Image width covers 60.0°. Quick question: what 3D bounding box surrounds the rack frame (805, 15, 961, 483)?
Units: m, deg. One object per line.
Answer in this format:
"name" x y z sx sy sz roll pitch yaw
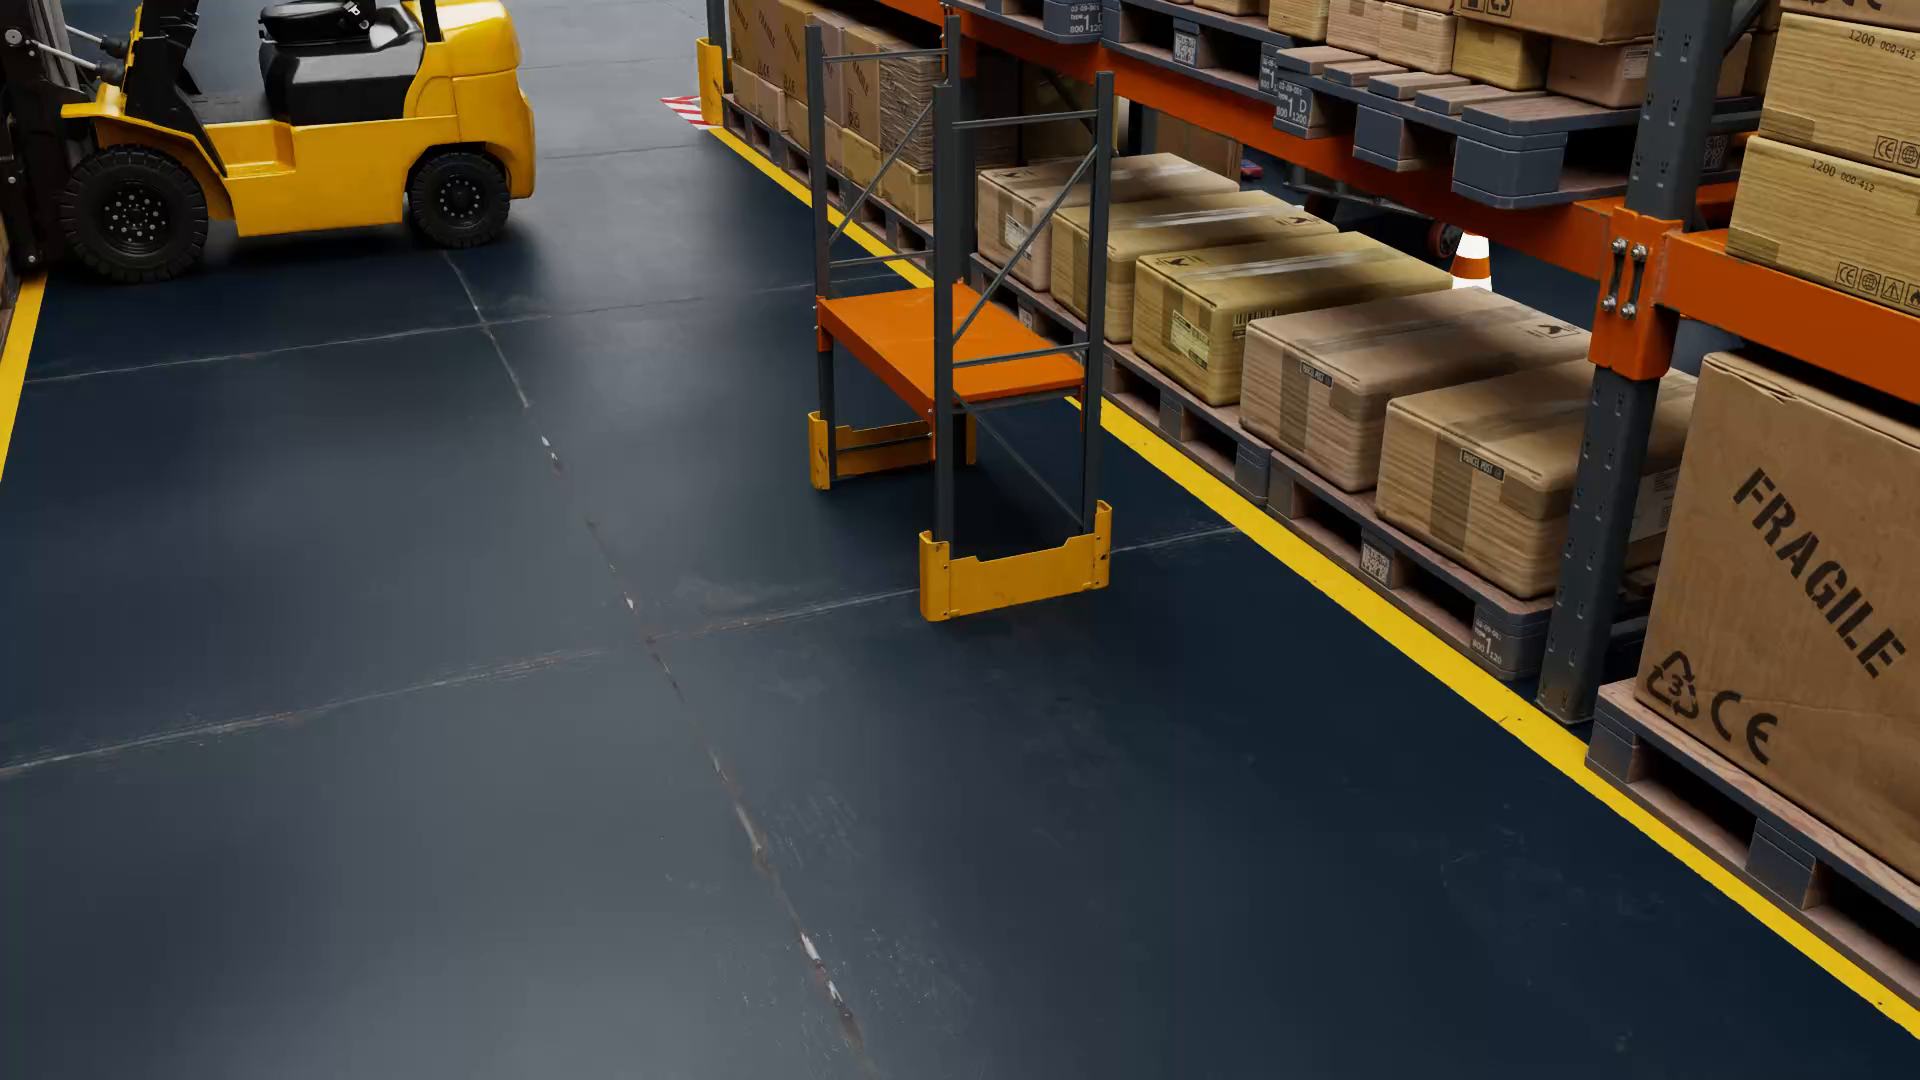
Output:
"rack frame" -0.232 -0.914 5.412 0.500 1.500 0.032 -11 28 -21

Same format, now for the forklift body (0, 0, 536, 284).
"forklift body" -3.288 -2.516 7.953 2.313 2.155 1.214 -11 28 -21

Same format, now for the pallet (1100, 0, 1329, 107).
"pallet" 1.176 -1.681 5.492 1.003 0.211 1.213 -11 28 -21

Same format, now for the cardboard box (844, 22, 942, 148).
"cardboard box" -0.257 -2.277 8.296 0.500 0.500 0.500 -10 28 -20

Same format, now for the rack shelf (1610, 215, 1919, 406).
"rack shelf" 2.772 0.156 2.332 1.077 0.370 4.000 -11 28 -21

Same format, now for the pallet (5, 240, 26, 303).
"pallet" -4.898 -1.304 7.679 1.003 0.211 1.213 -11 28 -21

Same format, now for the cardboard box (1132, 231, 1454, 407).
"cardboard box" 1.189 -0.816 6.019 0.950 0.372 0.625 -10 28 -19

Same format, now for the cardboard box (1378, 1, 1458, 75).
"cardboard box" 1.333 -1.332 4.367 0.380 0.149 0.250 -11 28 -21

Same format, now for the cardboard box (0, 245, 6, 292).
"cardboard box" -4.241 -1.143 6.827 0.500 0.250 0.500 -11 28 -22

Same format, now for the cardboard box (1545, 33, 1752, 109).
"cardboard box" 1.644 -1.142 3.979 0.380 0.149 0.250 -10 28 -19

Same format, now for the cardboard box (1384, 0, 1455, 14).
"cardboard box" 1.343 -1.685 4.350 0.500 0.500 0.500 -11 28 -21

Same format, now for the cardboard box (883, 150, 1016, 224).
"cardboard box" -0.056 -1.735 8.040 0.500 0.250 0.500 -9 28 -18

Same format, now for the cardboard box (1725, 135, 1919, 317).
"cardboard box" 1.949 -0.666 3.367 0.500 0.250 0.500 -11 28 -21

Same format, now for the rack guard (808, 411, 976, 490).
"rack guard" -0.225 -0.344 5.670 0.587 0.250 0.087 -11 28 -21

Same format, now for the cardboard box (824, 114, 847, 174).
"cardboard box" -0.469 -2.154 8.899 0.500 0.250 0.500 -10 28 -20

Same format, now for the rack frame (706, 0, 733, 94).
"rack frame" -1.144 -4.204 10.442 1.000 3.000 0.127 -11 28 -21

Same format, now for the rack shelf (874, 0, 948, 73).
"rack shelf" -0.361 -3.074 8.946 1.077 0.370 4.000 -11 28 -21

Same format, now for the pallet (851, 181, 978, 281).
"pallet" 0.127 -1.601 8.289 1.003 0.211 1.213 -11 28 -21

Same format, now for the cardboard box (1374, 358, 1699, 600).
"cardboard box" 1.777 -0.212 4.782 0.950 0.372 0.625 -13 29 -24

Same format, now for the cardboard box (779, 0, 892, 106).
"cardboard box" -0.675 -2.697 9.157 0.500 0.500 0.500 -10 28 -20

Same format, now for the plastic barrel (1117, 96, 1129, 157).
"plastic barrel" 1.058 -2.473 9.832 0.512 0.421 0.421 8 27 15

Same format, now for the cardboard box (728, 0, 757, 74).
"cardboard box" -1.073 -3.112 10.005 0.500 0.500 0.500 -12 28 -22

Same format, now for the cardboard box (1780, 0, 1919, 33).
"cardboard box" 1.957 -1.228 3.092 0.500 0.500 0.500 -12 28 -22

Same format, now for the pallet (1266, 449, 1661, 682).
"pallet" 1.684 -0.037 5.086 1.003 0.211 1.213 -11 28 -21

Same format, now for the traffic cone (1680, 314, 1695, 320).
"traffic cone" 3.230 -1.244 7.271 0.336 0.463 0.334 -11 28 -21

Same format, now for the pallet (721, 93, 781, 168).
"pallet" -0.828 -2.586 10.307 1.003 0.211 1.213 -11 28 -21

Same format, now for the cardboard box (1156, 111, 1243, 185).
"cardboard box" 1.255 -2.134 9.047 0.500 0.500 0.500 8 27 15

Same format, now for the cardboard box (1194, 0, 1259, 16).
"cardboard box" 0.965 -1.754 5.232 0.380 0.149 0.250 -12 28 -22

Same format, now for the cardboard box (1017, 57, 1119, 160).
"cardboard box" 0.440 -2.164 8.064 0.500 0.500 0.500 -9 27 -18

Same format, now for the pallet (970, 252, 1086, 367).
"pallet" 0.729 -1.022 7.103 1.003 0.211 1.213 -11 28 -21

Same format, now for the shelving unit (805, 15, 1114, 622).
"shelving unit" -0.030 -0.705 4.984 0.587 1.500 1.083 -11 28 -21

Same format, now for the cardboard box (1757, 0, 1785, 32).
"cardboard box" 2.026 -1.563 4.102 0.500 0.500 0.500 -11 28 -22

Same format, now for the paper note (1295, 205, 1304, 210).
"paper note" 1.785 -1.762 8.825 0.148 0.019 0.142 -11 28 -21

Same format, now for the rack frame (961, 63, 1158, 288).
"rack frame" 0.423 -2.589 7.135 1.000 3.000 0.127 -11 28 -21

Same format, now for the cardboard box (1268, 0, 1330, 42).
"cardboard box" 1.121 -1.544 4.801 0.380 0.149 0.250 -10 28 -20

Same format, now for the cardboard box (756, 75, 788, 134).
"cardboard box" -0.889 -2.577 9.764 0.500 0.250 0.500 -10 28 -19

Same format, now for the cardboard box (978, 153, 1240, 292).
"cardboard box" 0.630 -1.386 7.186 0.950 0.372 0.625 -10 28 -20
